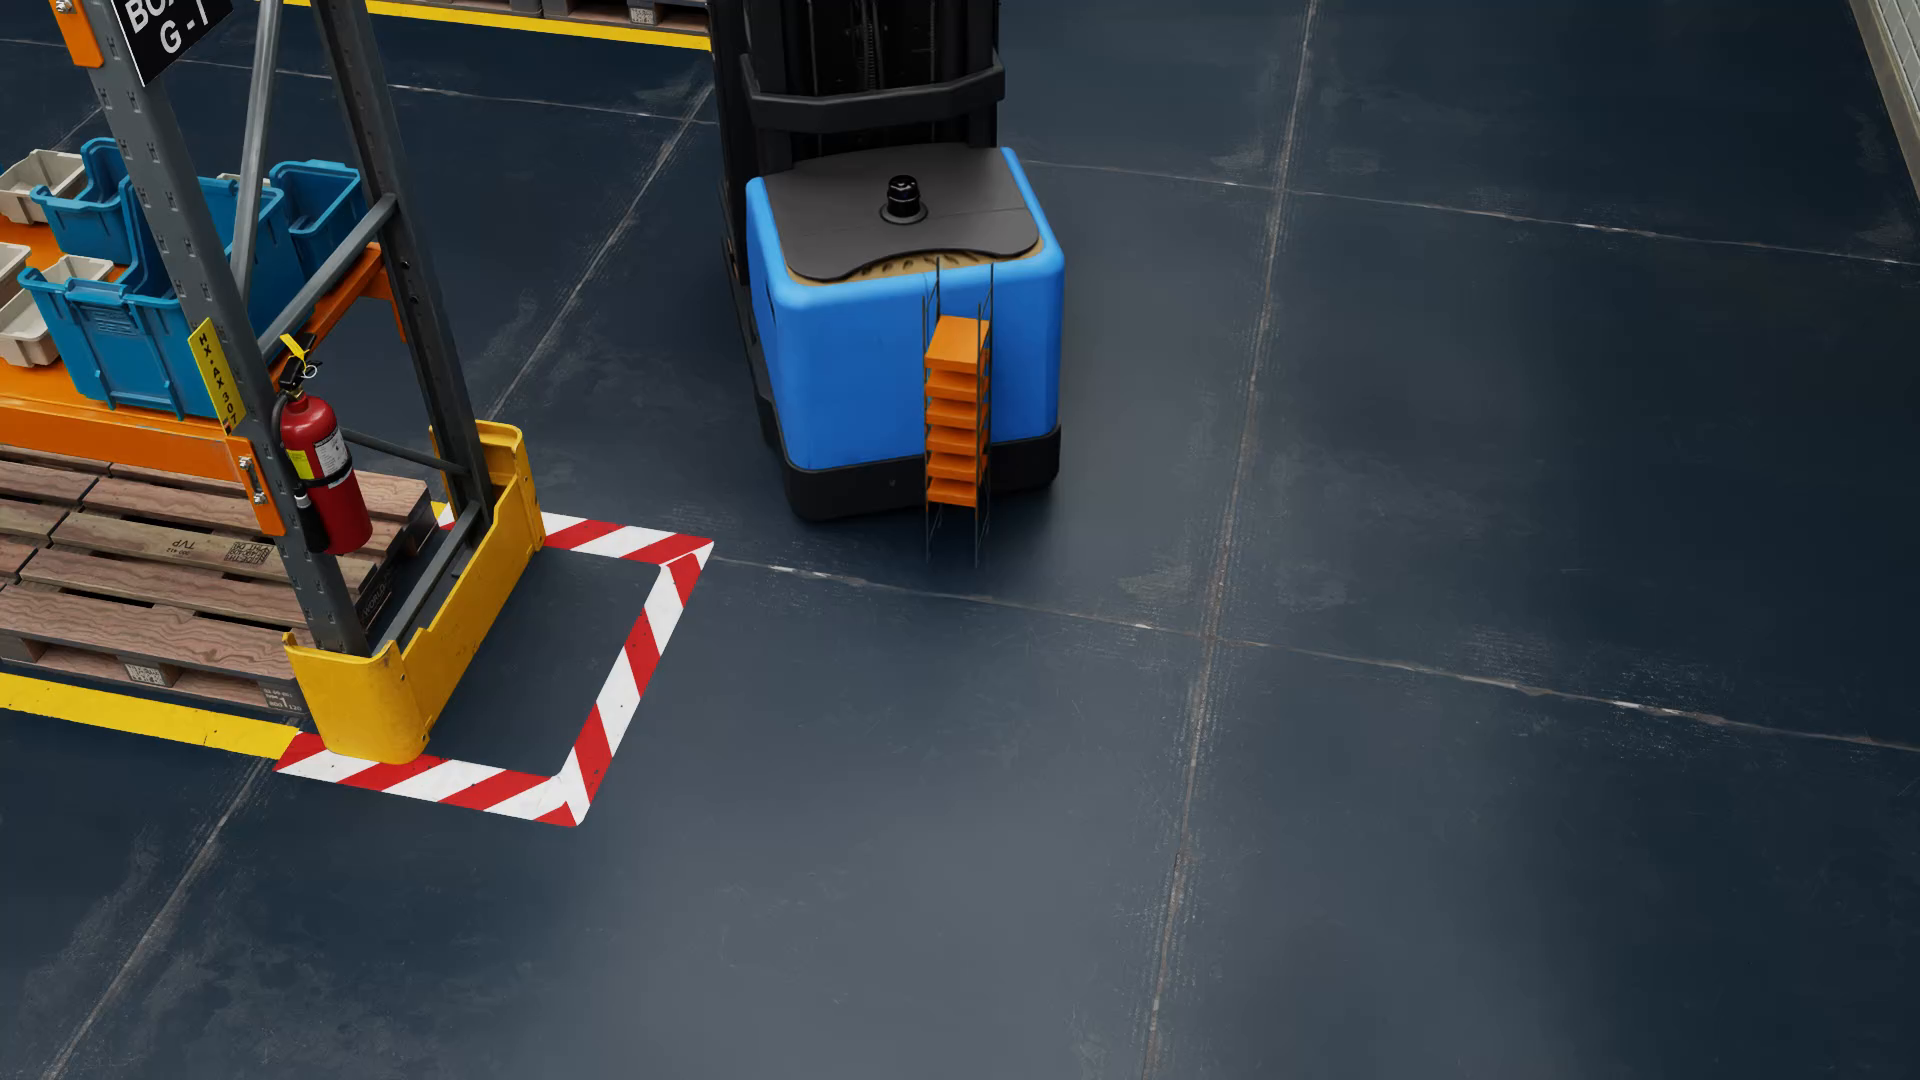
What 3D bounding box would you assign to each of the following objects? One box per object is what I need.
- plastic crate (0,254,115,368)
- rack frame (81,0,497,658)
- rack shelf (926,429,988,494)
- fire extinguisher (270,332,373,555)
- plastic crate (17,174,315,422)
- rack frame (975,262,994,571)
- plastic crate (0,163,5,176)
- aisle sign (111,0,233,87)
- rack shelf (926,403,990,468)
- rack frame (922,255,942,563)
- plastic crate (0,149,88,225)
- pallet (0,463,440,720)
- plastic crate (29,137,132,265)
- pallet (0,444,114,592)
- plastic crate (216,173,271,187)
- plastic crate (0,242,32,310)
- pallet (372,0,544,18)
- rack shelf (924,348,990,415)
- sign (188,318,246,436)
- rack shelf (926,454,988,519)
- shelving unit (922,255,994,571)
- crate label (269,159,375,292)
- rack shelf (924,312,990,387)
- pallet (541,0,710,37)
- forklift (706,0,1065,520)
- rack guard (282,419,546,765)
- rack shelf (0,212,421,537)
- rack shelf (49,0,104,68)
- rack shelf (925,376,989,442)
[{"bbox_3d":[-2.702,-0.674,4.935,0.243,0.136,0.396,9,45,9],"label":"plastic crate"},{"bbox_3d":[-1.867,-0.747,4.863,0.127,3.000,1.000,9,45,9],"label":"rack frame"},{"bbox_3d":[-0.006,-0.296,5.929,0.180,0.103,0.258,8,45,8],"label":"rack shelf"},{"bbox_3d":[-1.819,-0.254,4.676,0.183,0.674,0.296,9,45,9],"label":"fire extinguisher"},{"bbox_3d":[-2.234,-0.706,4.751,0.499,0.435,0.616,9,45,9],"label":"plastic crate"},{"bbox_3d":[0.084,-0.401,5.802,0.006,1.200,0.240,8,45,8],"label":"rack frame"},{"bbox_3d":[-3.321,-1.168,5.378,0.300,0.233,0.416,9,45,9],"label":"plastic crate"},{"bbox_3d":[-1.860,-1.474,3.744,0.004,0.787,0.394,9,45,9],"label":"aisle sign"},{"bbox_3d":[-0.006,-0.382,5.846,0.180,0.103,0.258,8,45,8],"label":"rack shelf"},{"bbox_3d":[-0.095,-0.427,5.829,0.006,1.200,0.240,8,45,8],"label":"rack frame"},{"bbox_3d":[-2.993,-1.141,5.419,0.298,0.136,0.250,9,45,9],"label":"plastic crate"},{"bbox_3d":[-2.663,0.107,5.987,1.213,0.211,1.003,9,45,9],"label":"pallet"},{"bbox_3d":[-2.678,-1.068,5.274,0.300,0.233,0.416,9,45,9],"label":"plastic crate"},{"bbox_3d":[-3.850,-0.080,6.180,1.213,0.211,1.003,9,45,9],"label":"pallet"},{"bbox_3d":[-2.331,-1.038,5.313,0.298,0.136,0.250,9,45,9],"label":"plastic crate"},{"bbox_3d":[-2.982,-0.728,4.990,0.243,0.136,0.396,9,45,9],"label":"plastic crate"},{"bbox_3d":[-2.821,-3.412,9.642,1.213,0.211,1.003,9,45,9],"label":"pallet"},{"bbox_3d":[-0.006,-0.555,5.680,0.180,0.103,0.258,8,45,8],"label":"rack shelf"},{"bbox_3d":[-1.971,-0.431,4.417,0.005,0.325,0.100,9,45,9],"label":"sign"},{"bbox_3d":[-0.006,-0.209,6.012,0.180,0.103,0.258,8,45,8],"label":"rack shelf"},{"bbox_3d":[-0.006,-0.414,5.815,0.189,1.200,0.258,8,45,8],"label":"shelving unit"},{"bbox_3d":[-2.036,-0.968,5.171,0.303,0.233,0.416,9,45,9],"label":"crate label"},{"bbox_3d":[-0.006,-0.642,5.596,0.180,0.103,0.258,8,45,8],"label":"rack shelf"},{"bbox_3d":[-1.634,-3.225,9.449,1.213,0.211,1.003,9,45,9],"label":"pallet"},{"bbox_3d":[-0.450,-2.167,6.388,1.130,2.935,3.031,-9,45,-9],"label":"forklift"},{"bbox_3d":[-1.840,0.149,5.735,0.348,0.500,1.175,9,45,9],"label":"rack guard"},{"bbox_3d":[-3.818,-0.791,5.427,4.000,0.370,1.077,9,45,9],"label":"rack shelf"},{"bbox_3d":[-3.818,-1.871,4.387,4.000,0.370,1.077,9,45,9],"label":"rack shelf"},{"bbox_3d":[-0.006,-0.469,5.763,0.180,0.103,0.258,8,45,8],"label":"rack shelf"}]
